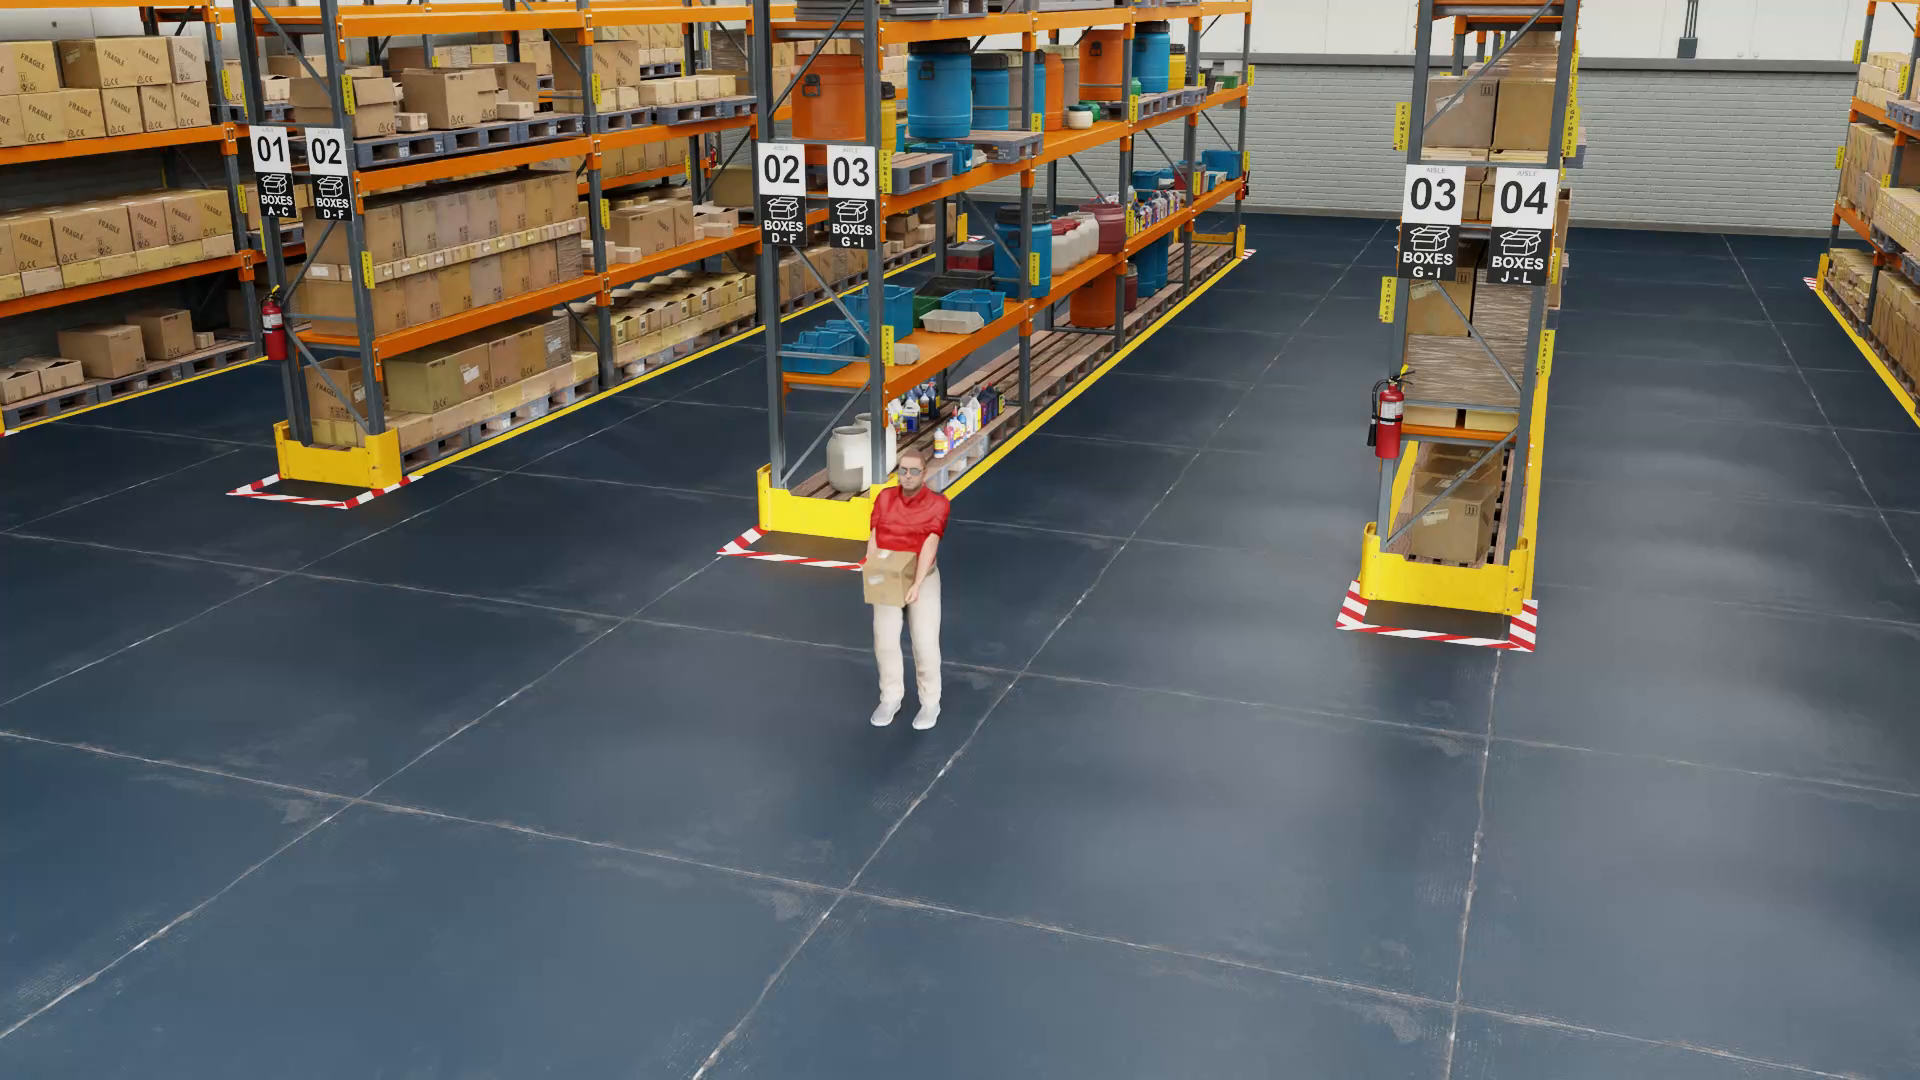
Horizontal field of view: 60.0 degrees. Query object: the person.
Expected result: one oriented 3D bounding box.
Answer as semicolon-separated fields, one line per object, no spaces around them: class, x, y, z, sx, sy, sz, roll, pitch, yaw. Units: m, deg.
person;-0.342;0.320;10.151;0.494;1.719;0.531;7;20;19
